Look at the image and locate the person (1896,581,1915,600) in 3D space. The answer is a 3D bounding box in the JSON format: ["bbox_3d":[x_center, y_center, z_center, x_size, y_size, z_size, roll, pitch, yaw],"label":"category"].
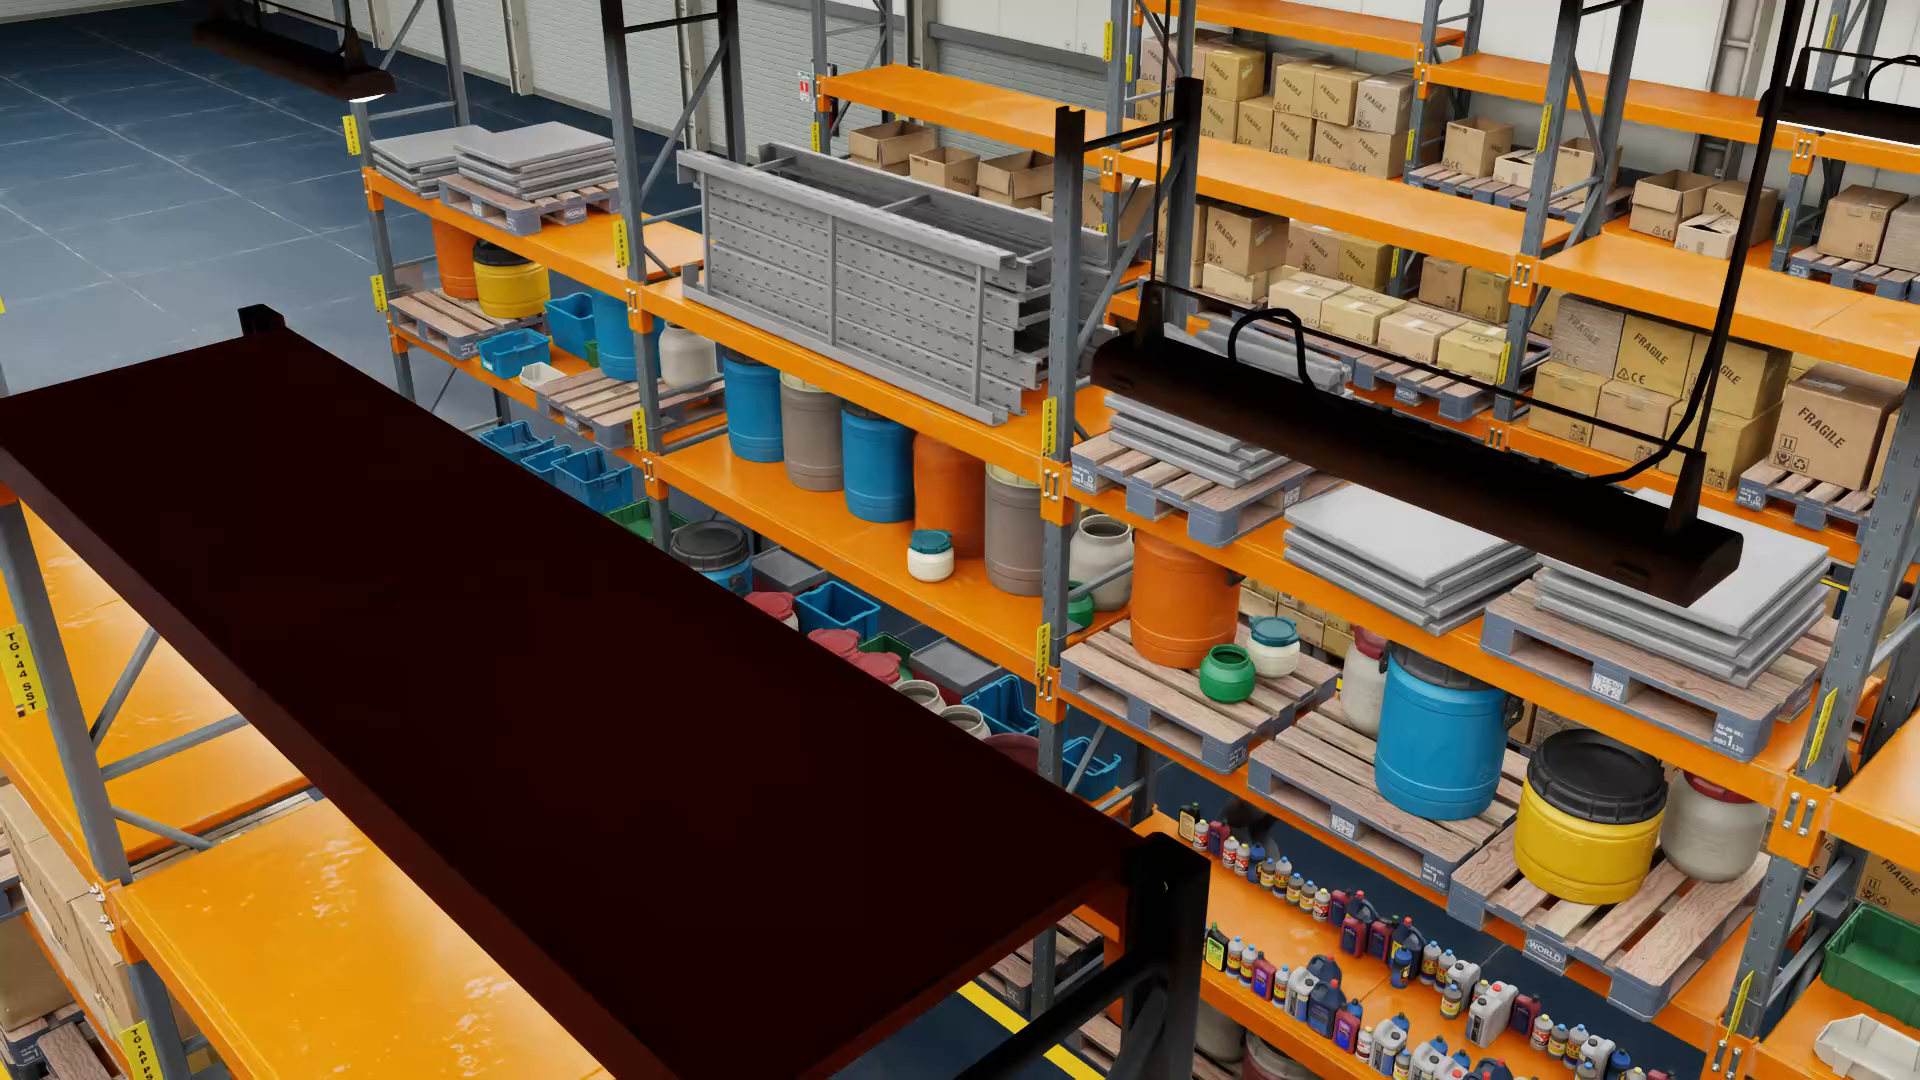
[{"bbox_3d":[8.462,0.315,14.548,0.604,1.632,0.725,-18,33,-30],"label":"person"}]

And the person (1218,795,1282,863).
[{"bbox_3d":[2.074,1.814,11.553,0.573,1.552,0.745,-16,32,-28],"label":"person"}]
